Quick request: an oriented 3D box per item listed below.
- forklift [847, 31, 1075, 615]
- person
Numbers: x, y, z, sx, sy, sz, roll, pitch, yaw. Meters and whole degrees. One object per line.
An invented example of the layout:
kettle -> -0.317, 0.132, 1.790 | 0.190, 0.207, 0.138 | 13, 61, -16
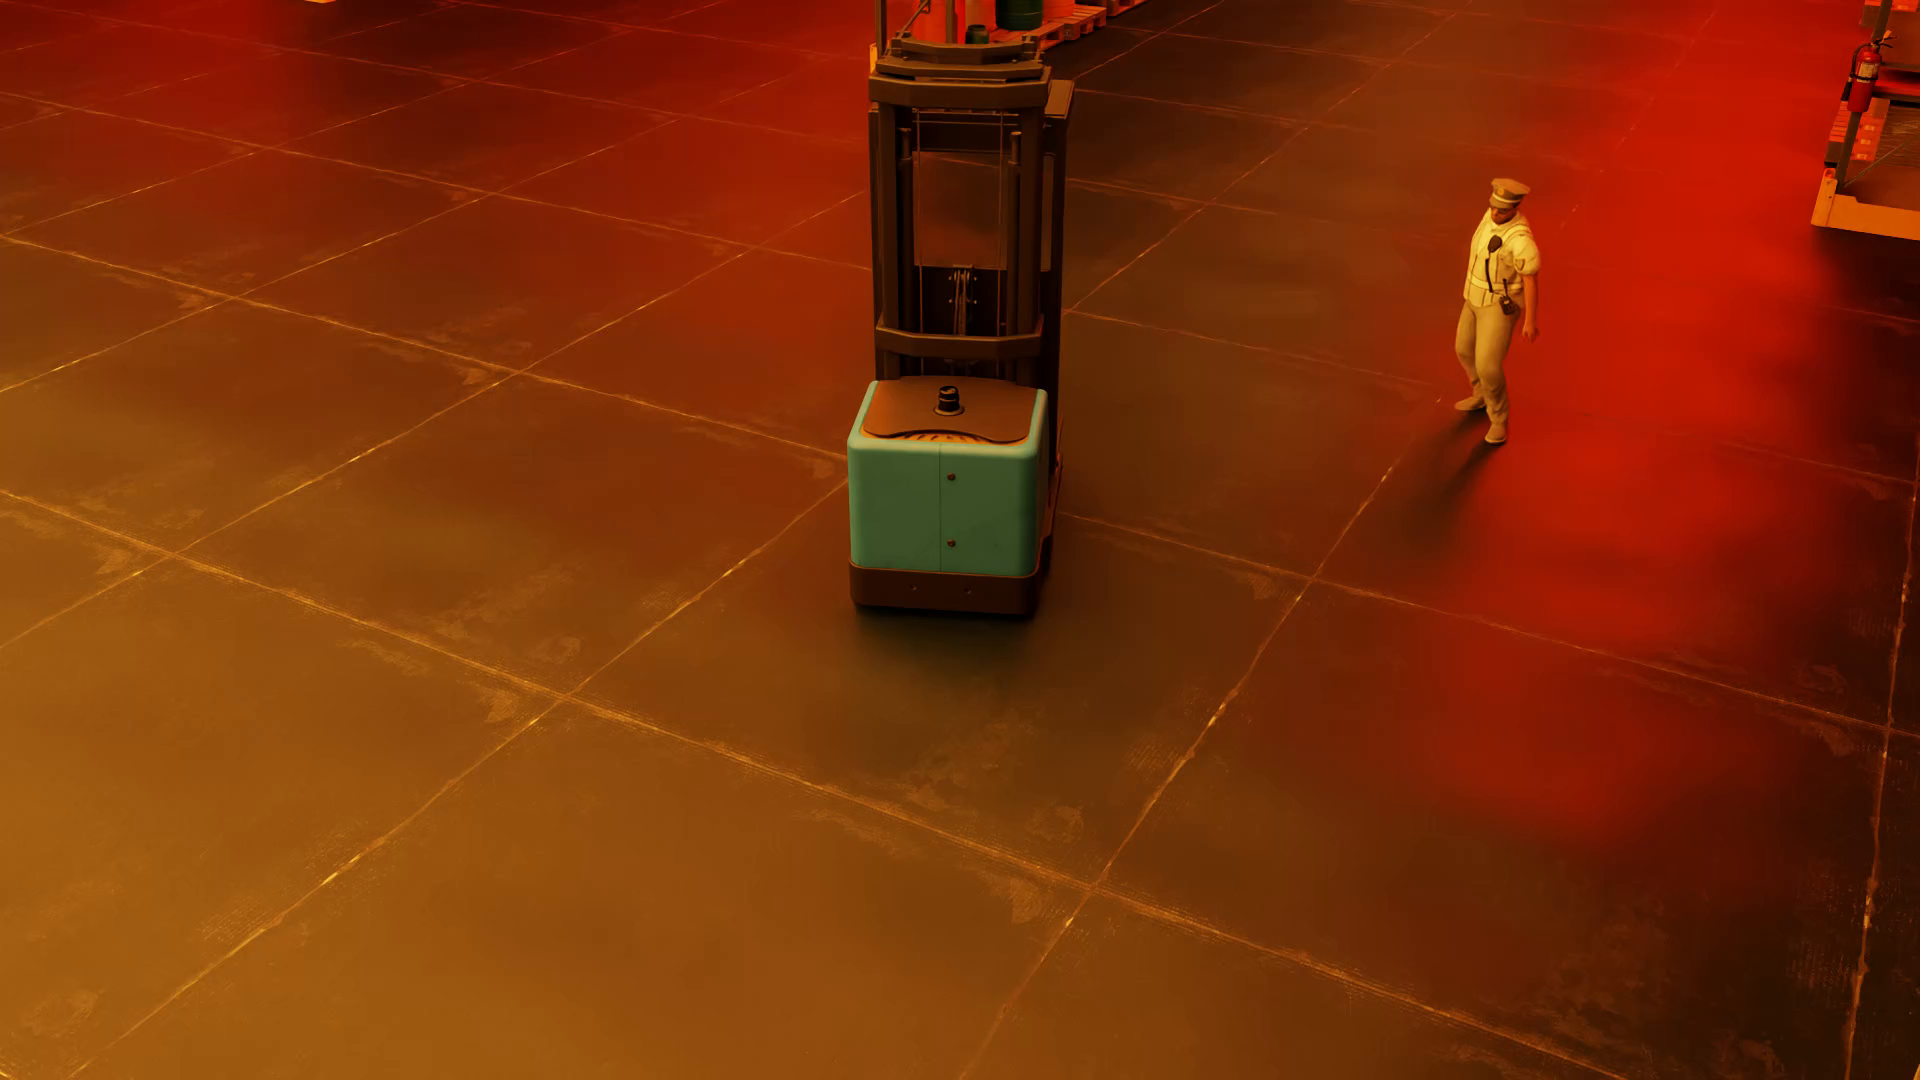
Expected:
forklift -> 0.072, -1.572, 9.794 | 1.130, 2.935, 3.031 | 3, 30, 6
person -> 3.573, -1.578, 11.067 | 0.440, 1.724, 0.891 | -5, 30, -9
